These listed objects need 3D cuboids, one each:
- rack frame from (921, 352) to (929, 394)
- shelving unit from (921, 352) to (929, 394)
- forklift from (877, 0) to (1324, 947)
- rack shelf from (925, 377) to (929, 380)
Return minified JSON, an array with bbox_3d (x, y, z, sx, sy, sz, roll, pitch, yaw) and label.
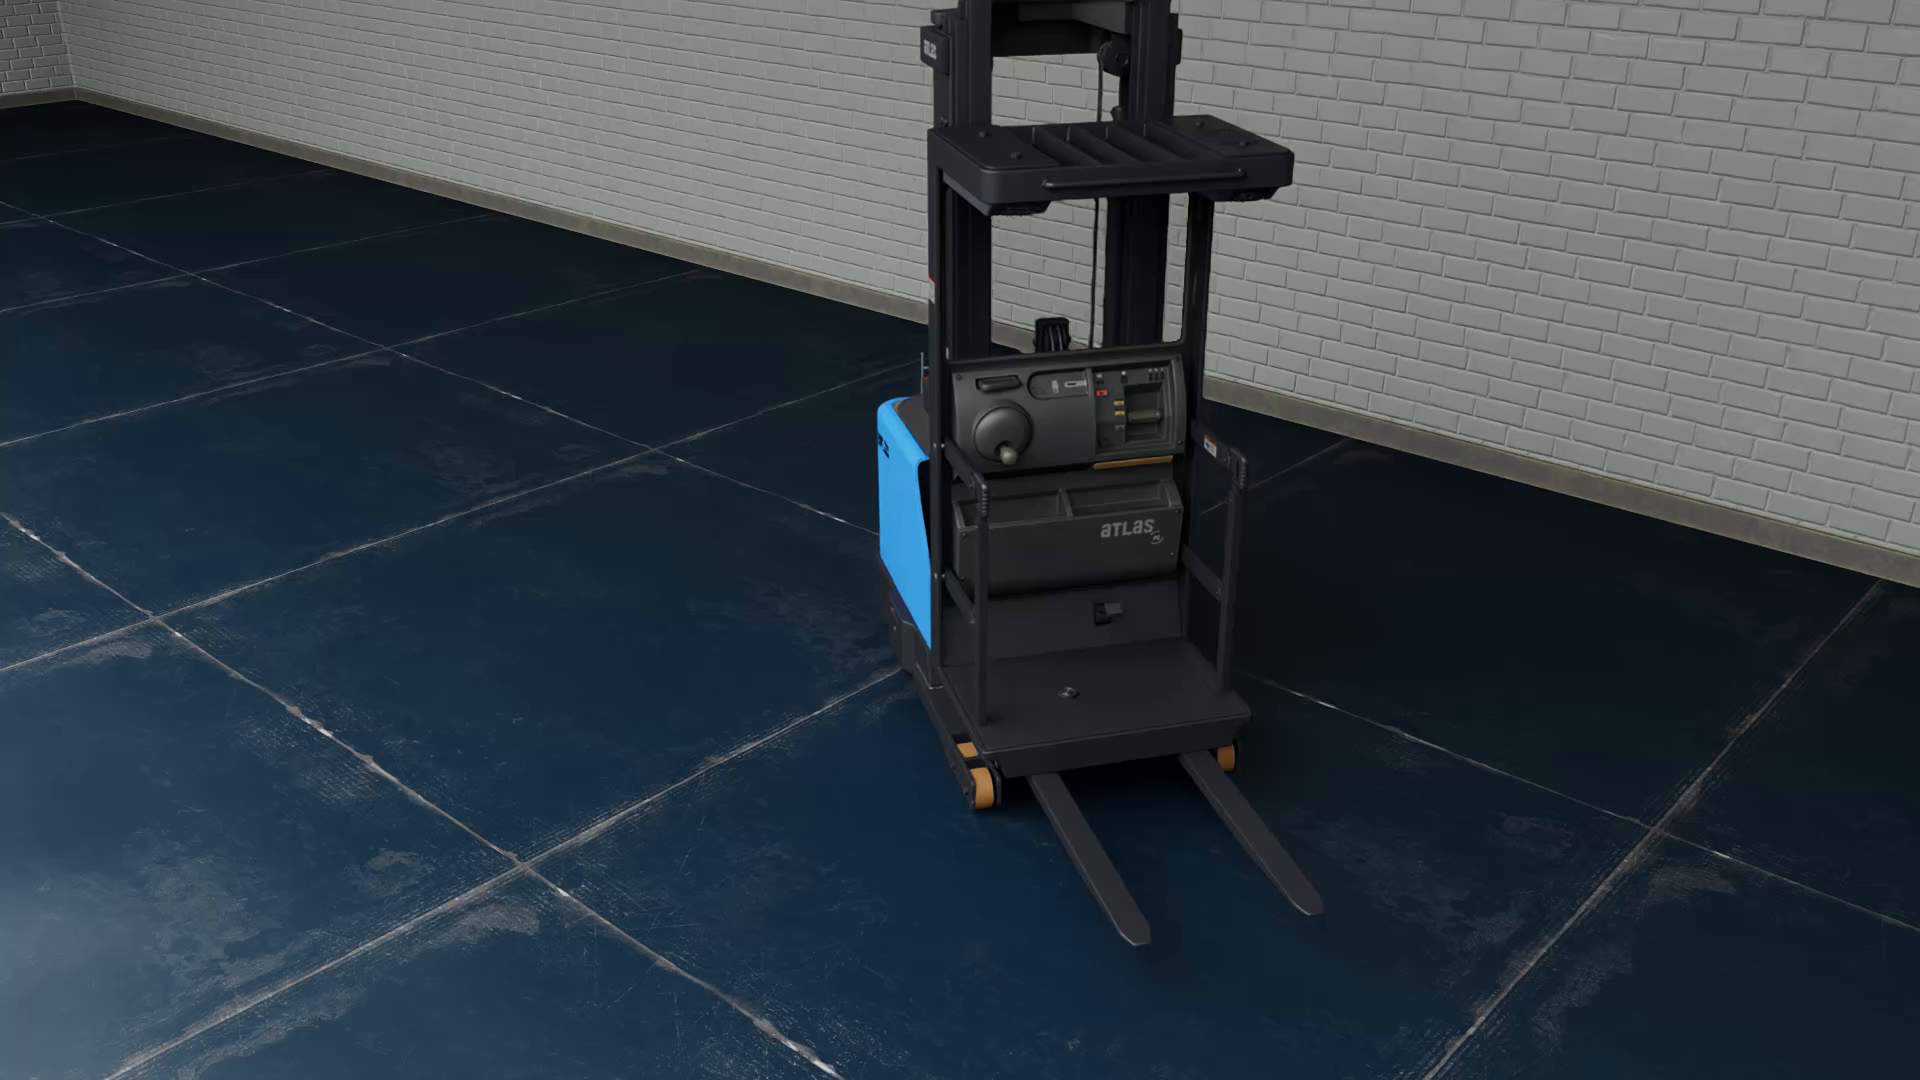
[{"bbox_3d":[-0.117,-0.426,8.416,0.200,1.050,0.008,20,31,38],"label":"rack frame"},{"bbox_3d":[-0.036,-0.463,8.499,0.215,1.050,0.252,20,31,38],"label":"shelving unit"},{"bbox_3d":[0.485,-0.471,6.218,1.130,2.935,3.031,-6,25,-14],"label":"forklift"},{"bbox_3d":[-0.036,-0.712,8.387,0.215,0.259,0.240,20,31,38],"label":"rack shelf"}]
